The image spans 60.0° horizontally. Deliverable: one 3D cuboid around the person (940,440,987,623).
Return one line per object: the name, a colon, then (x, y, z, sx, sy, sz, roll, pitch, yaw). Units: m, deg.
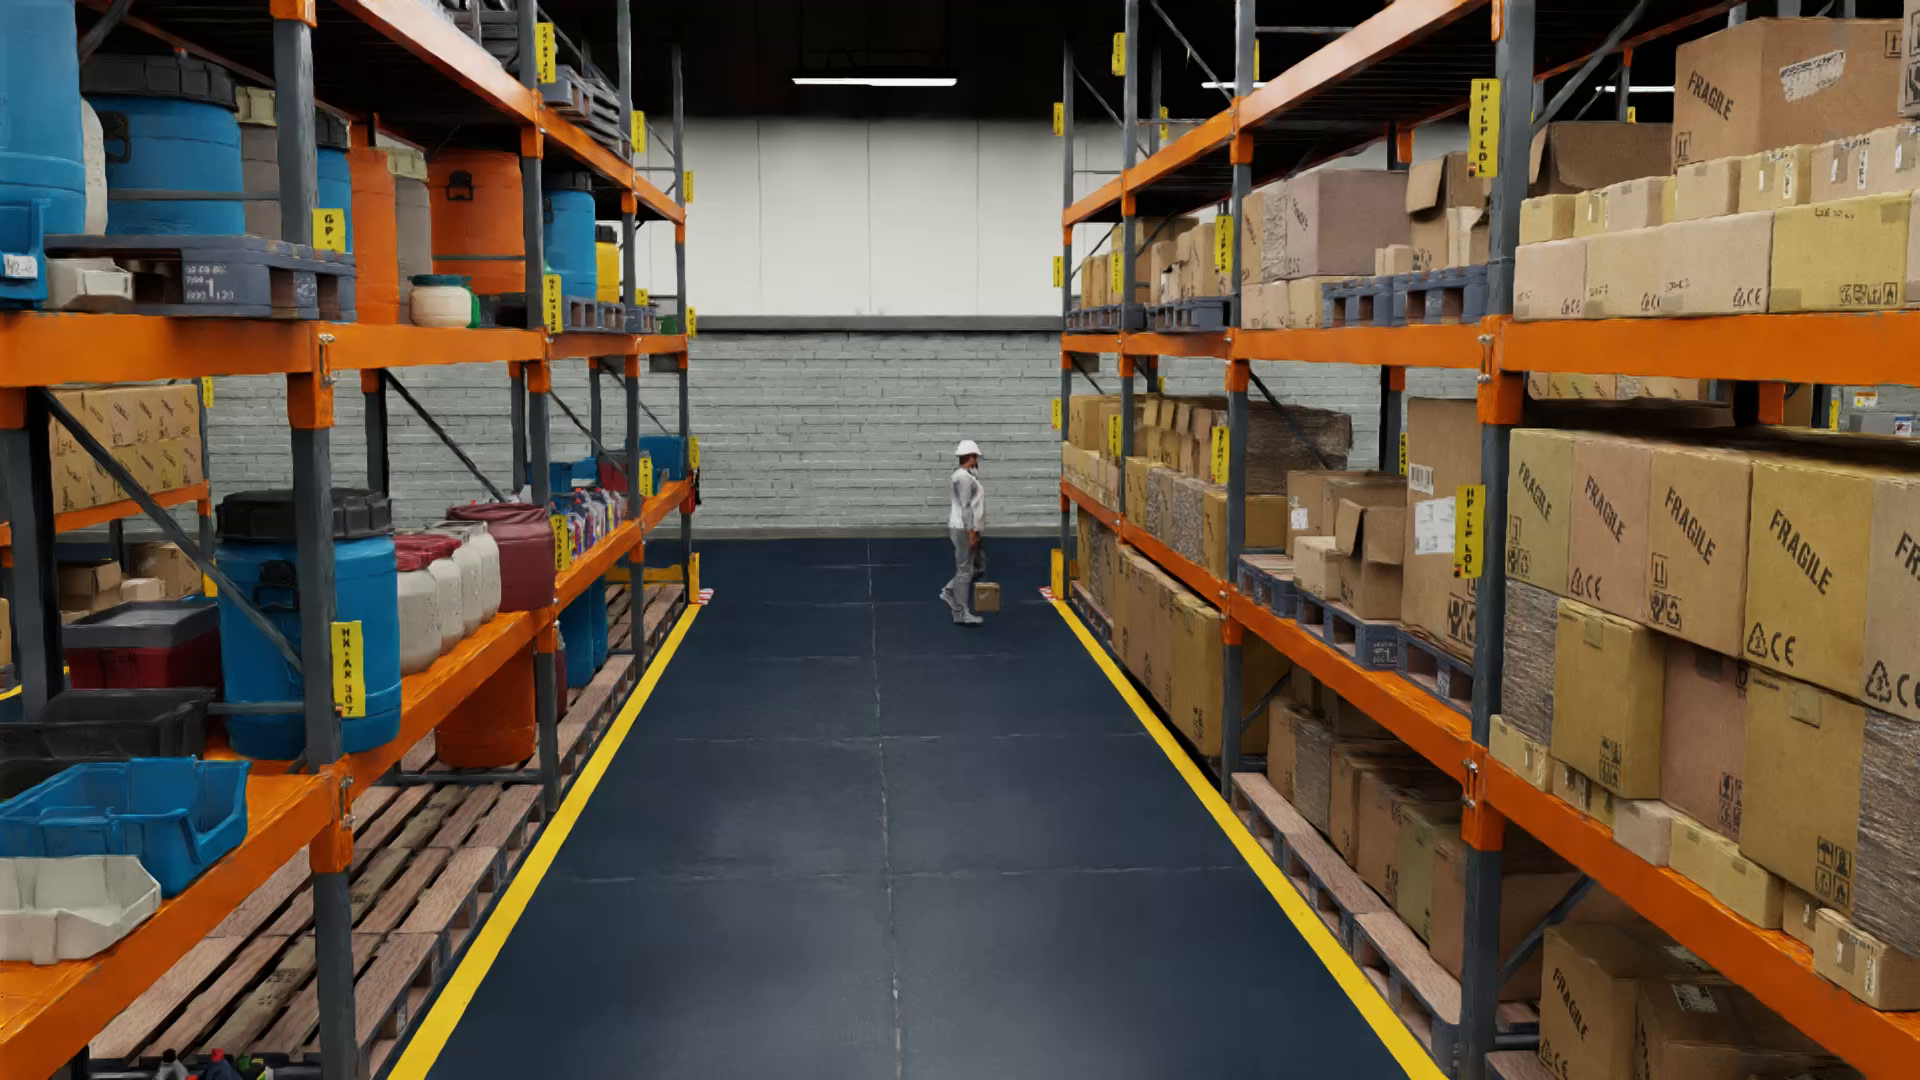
person: (0.043, -0.094, 16.279, 0.469, 1.757, 0.622, 0, 7, -3)
